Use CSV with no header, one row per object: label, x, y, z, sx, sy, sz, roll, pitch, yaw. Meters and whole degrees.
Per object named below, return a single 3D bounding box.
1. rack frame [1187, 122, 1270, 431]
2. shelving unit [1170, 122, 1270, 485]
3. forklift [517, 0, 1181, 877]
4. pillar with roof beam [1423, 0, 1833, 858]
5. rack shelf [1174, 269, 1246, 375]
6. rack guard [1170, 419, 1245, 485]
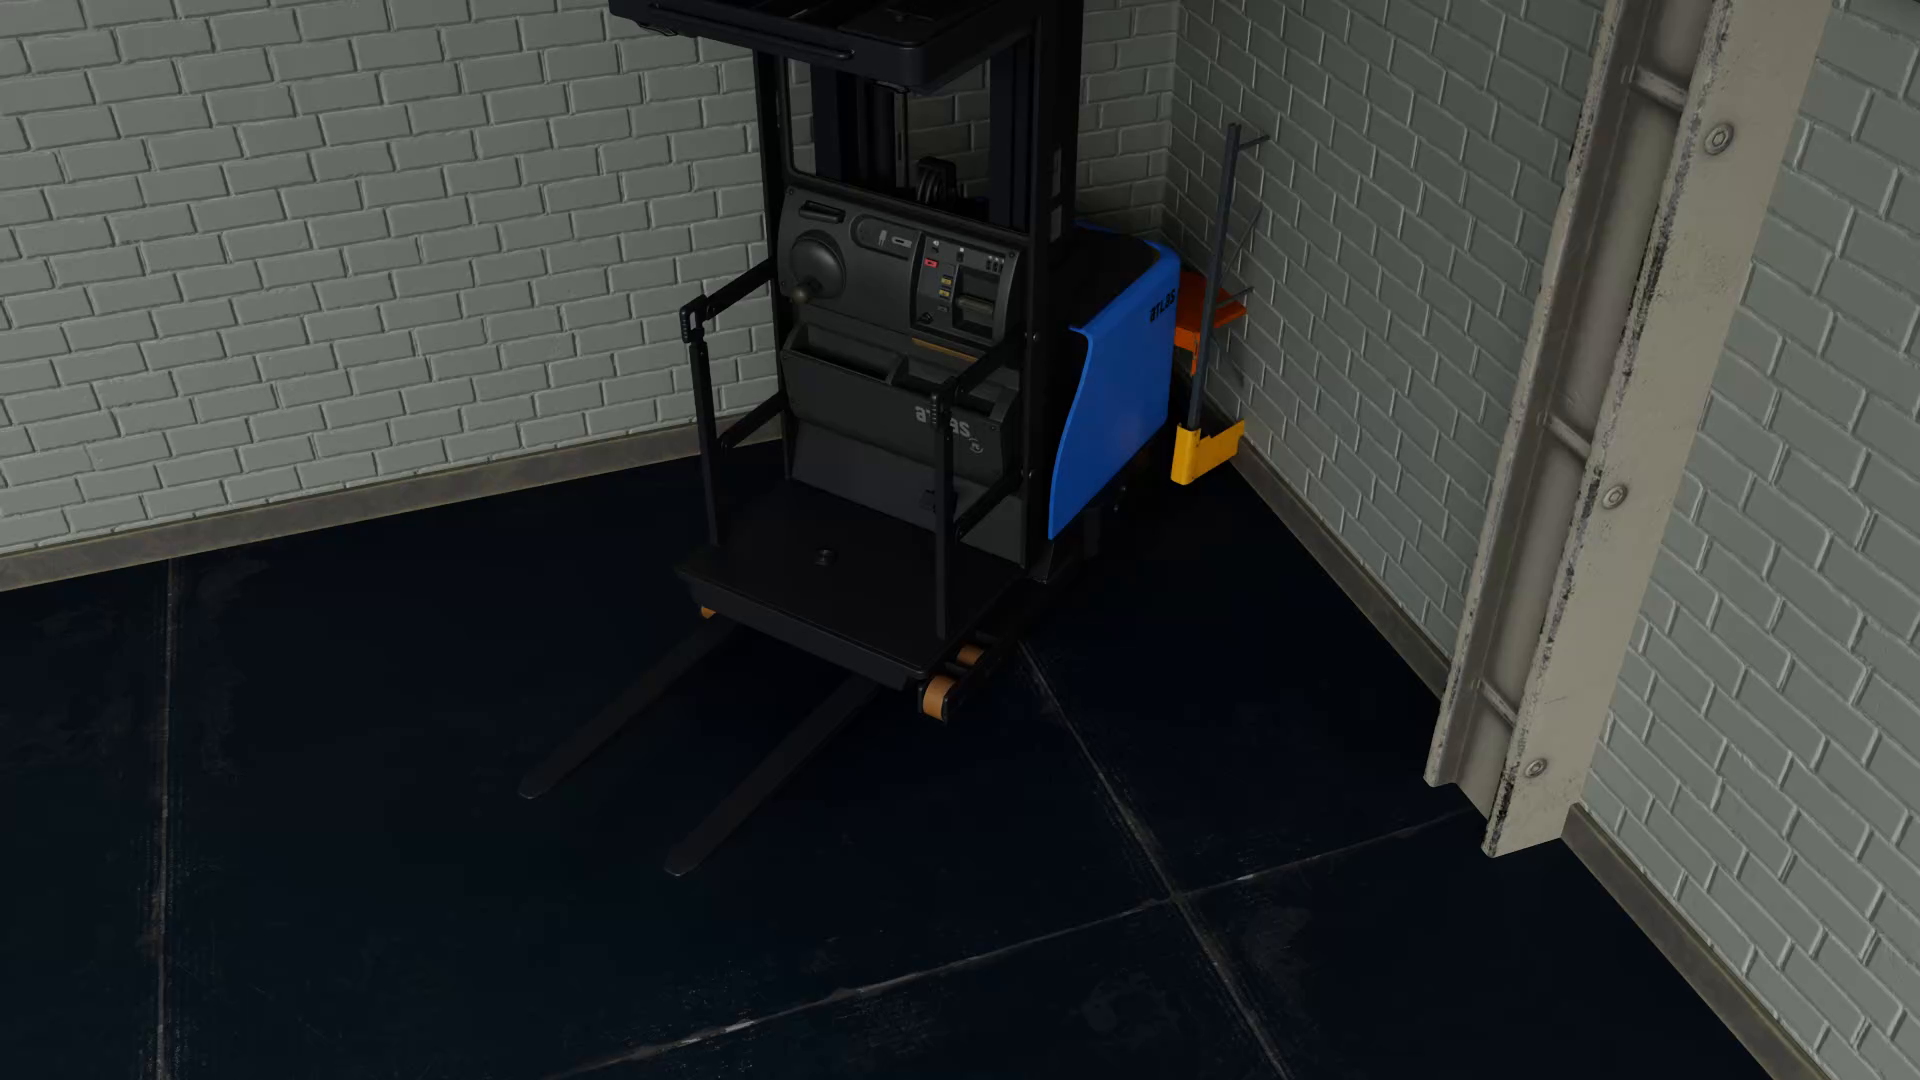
rack frame,1.128,-0.982,6.679,0.032,1.500,0.500,27,39,33
shelving unit,0.754,-1.173,6.949,1.083,1.500,0.587,27,39,33
forklift,-0.330,-0.853,5.447,1.130,2.935,3.031,21,42,25
pillar with roof beam,-2.251,-1.817,1.682,9.100,9.000,0.400,-12,39,-16
rack shelf,0.739,-1.024,7.049,1.000,0.185,0.538,27,39,33
rack guard,1.096,-0.453,7.010,0.087,0.250,0.587,27,39,33
